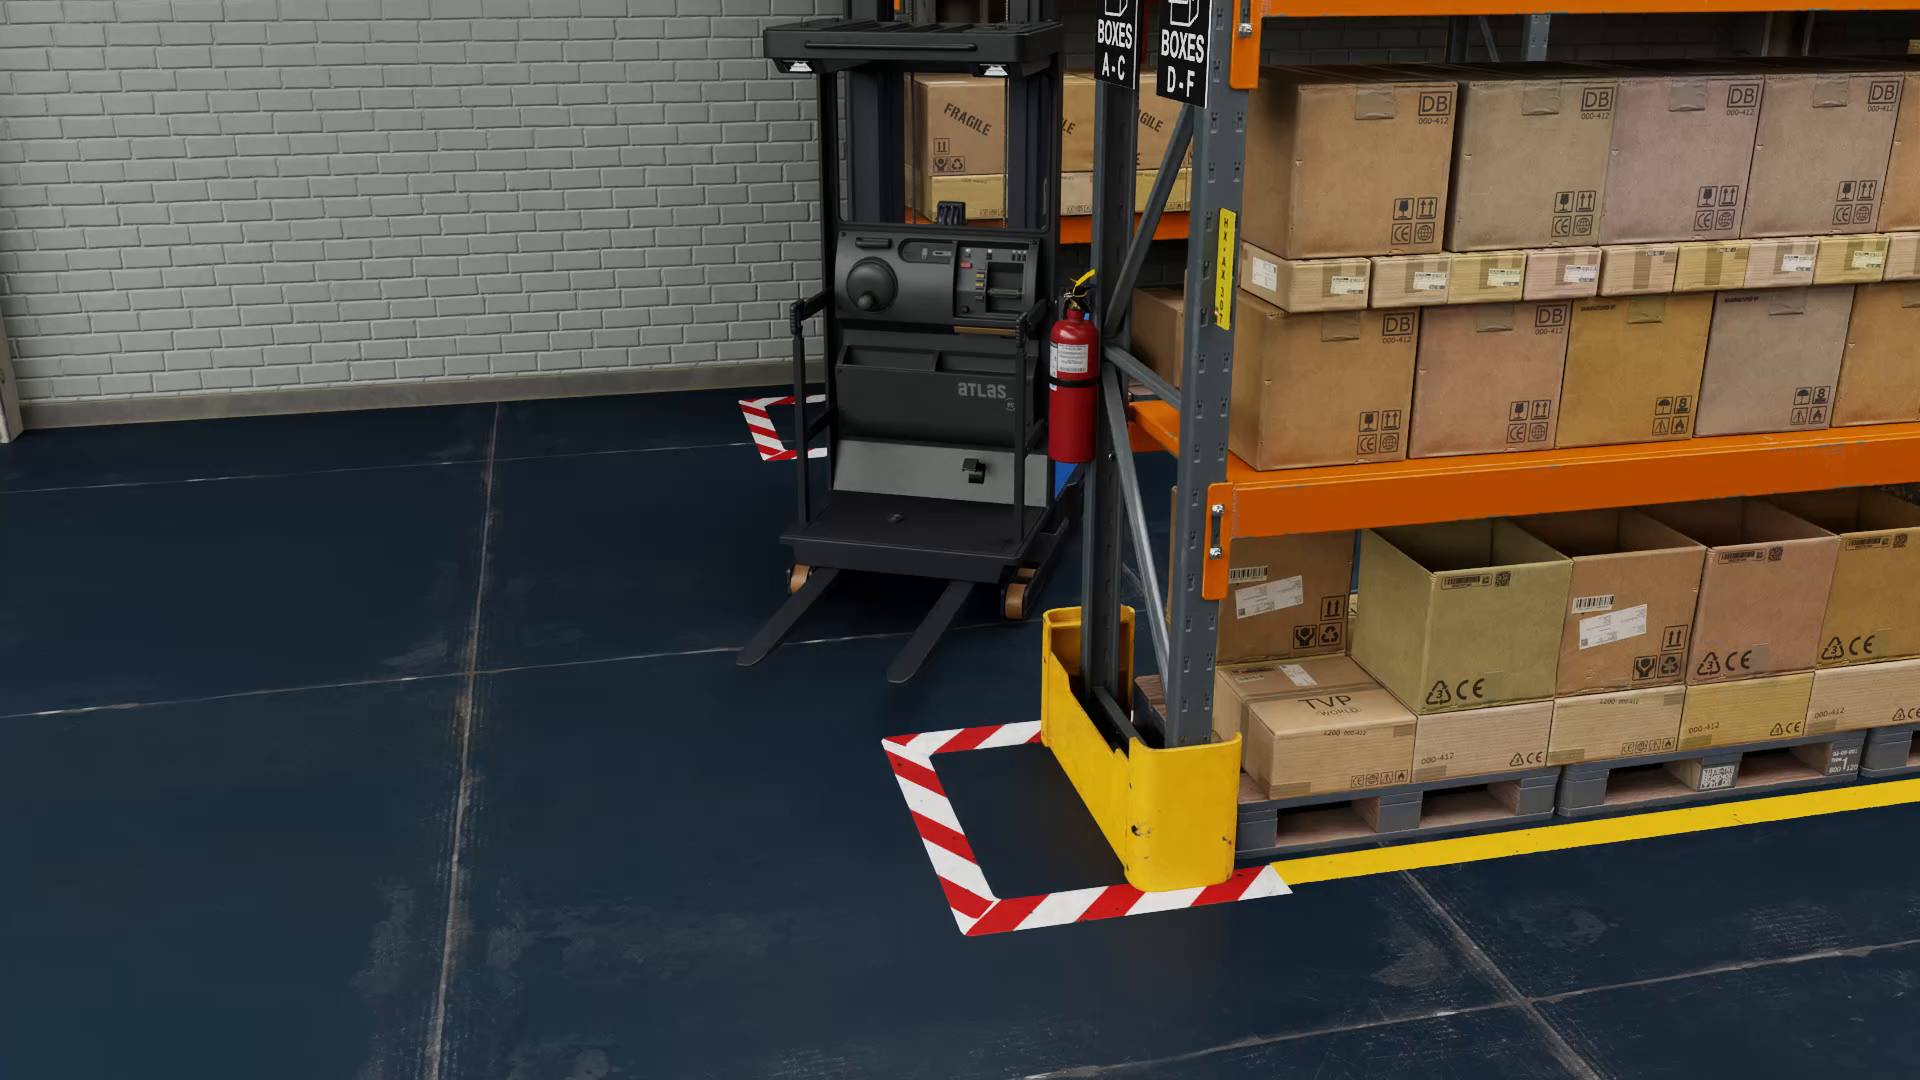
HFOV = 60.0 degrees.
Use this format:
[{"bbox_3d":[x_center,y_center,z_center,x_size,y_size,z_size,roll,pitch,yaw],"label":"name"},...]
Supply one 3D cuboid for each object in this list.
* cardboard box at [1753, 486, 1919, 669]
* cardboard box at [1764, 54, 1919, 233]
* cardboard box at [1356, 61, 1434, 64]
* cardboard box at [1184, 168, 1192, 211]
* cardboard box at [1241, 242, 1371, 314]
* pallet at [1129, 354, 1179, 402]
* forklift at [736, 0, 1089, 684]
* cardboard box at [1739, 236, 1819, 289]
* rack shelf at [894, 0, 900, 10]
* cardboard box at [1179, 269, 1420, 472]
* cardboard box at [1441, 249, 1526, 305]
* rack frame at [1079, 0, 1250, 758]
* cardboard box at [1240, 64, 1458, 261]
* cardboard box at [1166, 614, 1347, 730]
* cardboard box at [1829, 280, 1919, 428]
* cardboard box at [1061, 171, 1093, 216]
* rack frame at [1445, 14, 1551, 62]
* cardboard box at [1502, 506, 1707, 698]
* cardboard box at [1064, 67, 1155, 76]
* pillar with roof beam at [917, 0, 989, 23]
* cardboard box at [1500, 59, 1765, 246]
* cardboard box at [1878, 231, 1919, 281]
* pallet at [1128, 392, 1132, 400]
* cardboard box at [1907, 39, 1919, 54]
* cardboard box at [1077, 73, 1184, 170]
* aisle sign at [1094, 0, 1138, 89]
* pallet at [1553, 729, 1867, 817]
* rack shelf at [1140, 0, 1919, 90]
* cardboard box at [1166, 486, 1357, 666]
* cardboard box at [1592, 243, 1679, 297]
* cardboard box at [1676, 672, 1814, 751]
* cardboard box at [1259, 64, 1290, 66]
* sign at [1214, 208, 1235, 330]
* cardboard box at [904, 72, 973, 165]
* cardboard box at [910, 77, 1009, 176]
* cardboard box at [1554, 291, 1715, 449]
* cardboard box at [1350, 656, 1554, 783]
[{"bbox_3d":[3.134,0.113,5.941,0.500,0.500,0.500,-5,21,-12],"label":"cardboard box"},{"bbox_3d":[3.100,-1.354,5.618,0.500,0.500,0.700,-5,21,-12],"label":"cardboard box"},{"bbox_3d":[2.861,-2.797,10.687,0.500,0.500,0.500,-5,21,-14],"label":"cardboard box"},{"bbox_3d":[1.513,-2.151,10.014,0.500,0.250,0.500,-4,21,-12],"label":"cardboard box"},{"bbox_3d":[1.048,-0.809,5.073,0.250,0.149,0.380,-5,21,-13],"label":"cardboard box"},{"bbox_3d":[1.531,-1.001,10.739,1.213,0.211,1.003,-5,21,-12],"label":"pallet"},{"bbox_3d":[-0.157,-1.167,7.240,1.130,2.935,3.031,5,21,14],"label":"forklift"},{"bbox_3d":[2.544,-0.930,5.404,0.250,0.149,0.380,-4,21,-12],"label":"cardboard box"},{"bbox_3d":[1.420,-3.385,9.880,4.000,0.370,1.077,-5,21,-12],"label":"rack shelf"},{"bbox_3d":[1.074,-0.578,5.386,0.500,0.500,0.700,-5,21,-12],"label":"cardboard box"},{"bbox_3d":[1.548,-0.850,5.185,0.250,0.149,0.380,-5,21,-12],"label":"cardboard box"},{"bbox_3d":[0.617,-0.498,5.314,0.127,3.000,1.000,-5,21,-12],"label":"rack frame"},{"bbox_3d":[1.126,-1.191,5.174,0.500,0.500,0.700,-5,21,-12],"label":"cardboard box"},{"bbox_3d":[1.071,0.454,6.100,0.500,0.250,0.500,-5,21,-12],"label":"cardboard box"},{"bbox_3d":[3.078,-0.742,5.835,0.500,0.500,0.700,-4,21,-12],"label":"cardboard box"},{"bbox_3d":[0.523,-2.073,9.803,0.500,0.250,0.500,-5,21,-14],"label":"cardboard box"},{"bbox_3d":[3.366,-2.473,10.704,0.127,3.000,1.000,-5,21,-12],"label":"rack frame"},{"bbox_3d":[2.160,0.191,5.728,0.500,0.500,0.500,-5,21,-12],"label":"cardboard box"},{"bbox_3d":[0.878,-2.635,10.245,0.500,0.500,0.500,-5,21,-14],"label":"cardboard box"},{"bbox_3d":[0.946,-3.877,5.816,0.400,9.000,9.100,-5,21,-12],"label":"pillar with roof beam"},{"bbox_3d":[2.127,-1.275,5.402,0.500,0.500,0.700,-5,21,-12],"label":"cardboard box"},{"bbox_3d":[3.058,-0.973,5.522,0.250,0.149,0.380,-4,21,-11],"label":"cardboard box"},{"bbox_3d":[0.346,-0.905,10.479,1.213,0.211,1.003,-5,21,-12],"label":"pallet"},{"bbox_3d":[6.620,-3.280,11.179,0.250,0.149,0.380,-8,22,-22],"label":"cardboard box"},{"bbox_3d":[0.995,-2.459,9.765,0.500,0.500,0.500,-5,21,-14],"label":"cardboard box"},{"bbox_3d":[0.485,-1.812,5.121,0.004,0.787,0.394,-5,21,-12],"label":"aisle sign"},{"bbox_3d":[2.536,0.641,6.257,1.213,0.211,1.003,-5,21,-12],"label":"pallet"},{"bbox_3d":[2.563,-1.727,5.354,4.000,0.370,1.077,-5,21,-12],"label":"rack shelf"},{"bbox_3d":[1.070,0.101,5.973,0.500,0.500,0.500,-5,21,-12],"label":"cardboard box"},{"bbox_3d":[2.053,-0.891,5.298,0.250,0.149,0.380,-5,21,-14],"label":"cardboard box"},{"bbox_3d":[2.650,0.509,5.950,0.500,0.250,0.500,-5,21,-12],"label":"cardboard box"},{"bbox_3d":[1.870,-2.719,10.476,0.500,0.500,0.500,-4,21,-11],"label":"cardboard box"},{"bbox_3d":[0.739,-0.756,4.643,0.005,0.325,0.100,-5,21,-12],"label":"sign"},{"bbox_3d":[-0.117,-2.556,10.029,0.500,0.500,0.500,-5,21,-13],"label":"cardboard box"},{"bbox_3d":[0.007,-2.384,9.562,0.500,0.500,0.500,-5,21,-12],"label":"cardboard box"},{"bbox_3d":[2.069,-0.658,5.606,0.500,0.500,0.700,-5,21,-12],"label":"cardboard box"},{"bbox_3d":[1.676,0.587,5.739,0.500,0.250,0.500,-5,21,-12],"label":"cardboard box"}]
